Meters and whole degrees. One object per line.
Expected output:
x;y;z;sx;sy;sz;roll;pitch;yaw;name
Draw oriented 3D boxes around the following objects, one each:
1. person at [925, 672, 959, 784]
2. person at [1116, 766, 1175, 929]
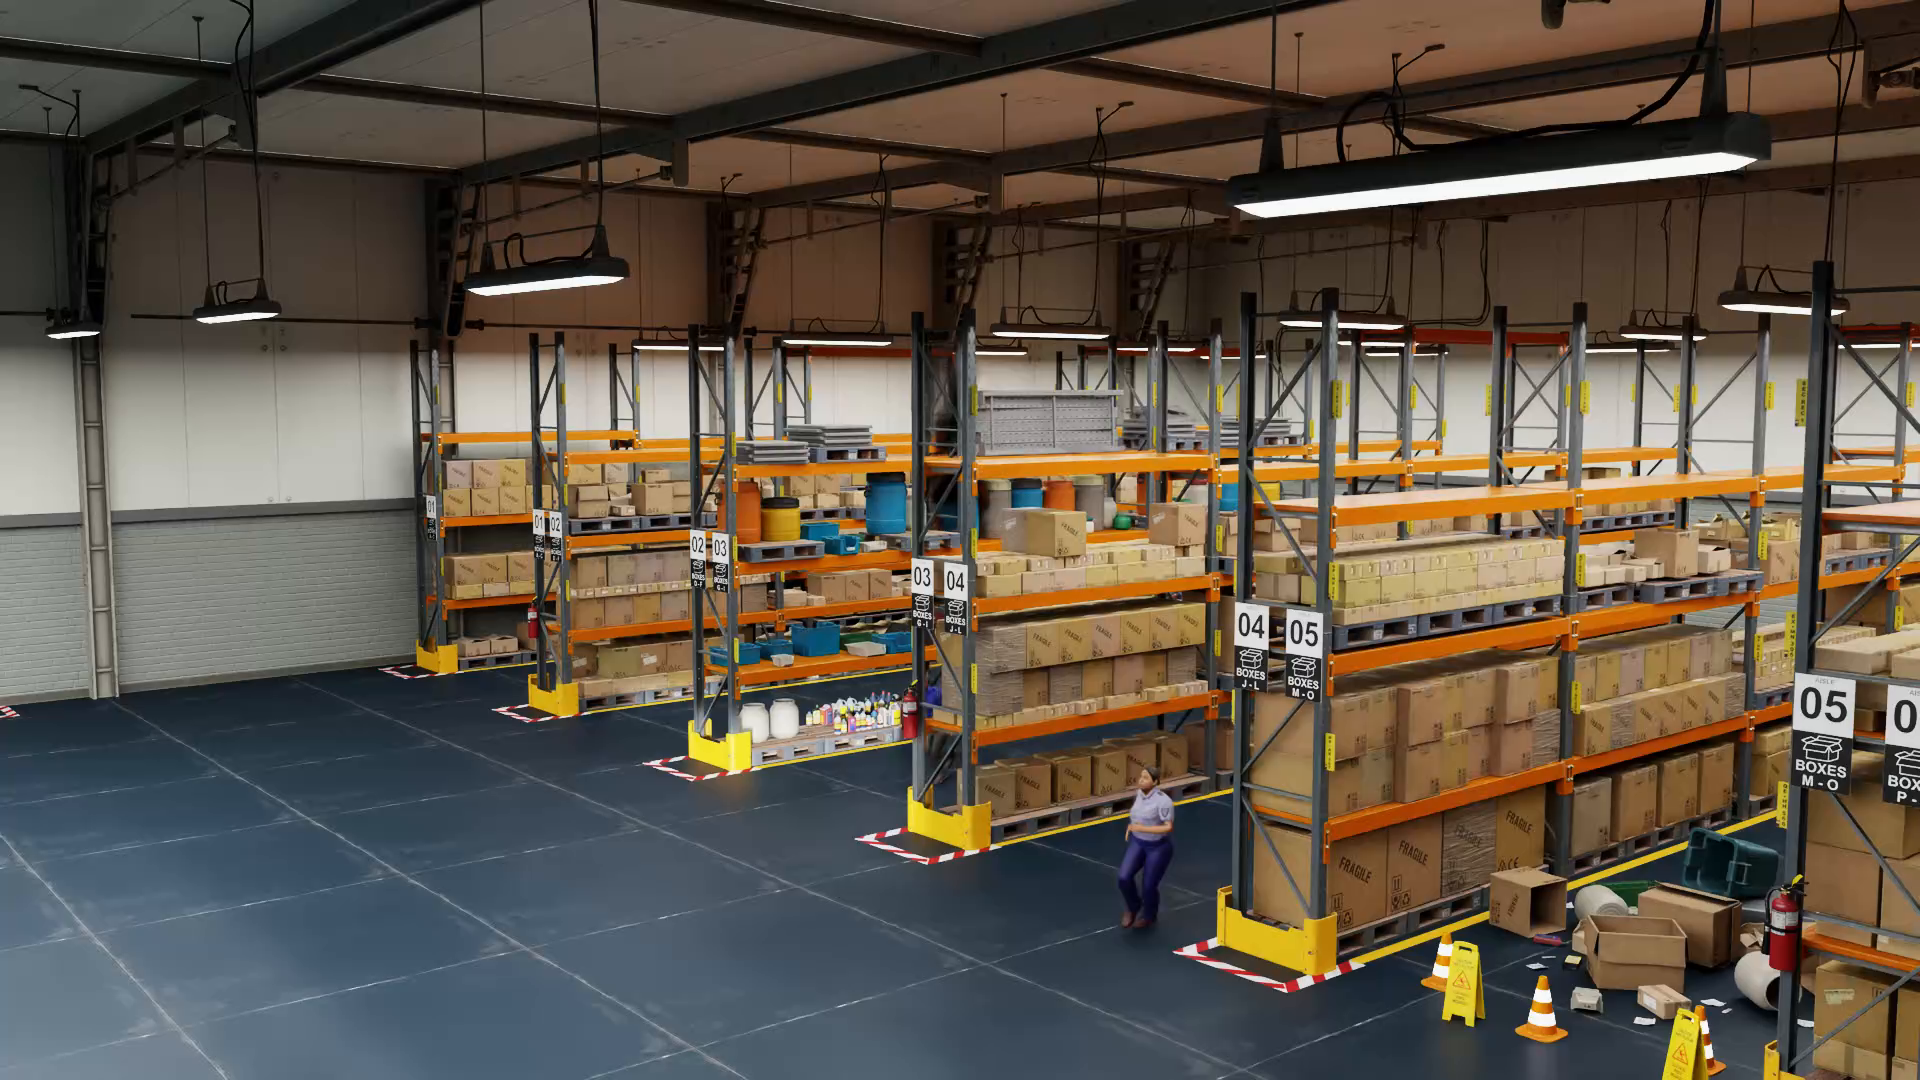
-0.282;2.433;21.637;0.592;1.513;0.784;4;7;37;person
1.756;2.921;15.683;0.662;1.596;0.627;4;7;37;person
